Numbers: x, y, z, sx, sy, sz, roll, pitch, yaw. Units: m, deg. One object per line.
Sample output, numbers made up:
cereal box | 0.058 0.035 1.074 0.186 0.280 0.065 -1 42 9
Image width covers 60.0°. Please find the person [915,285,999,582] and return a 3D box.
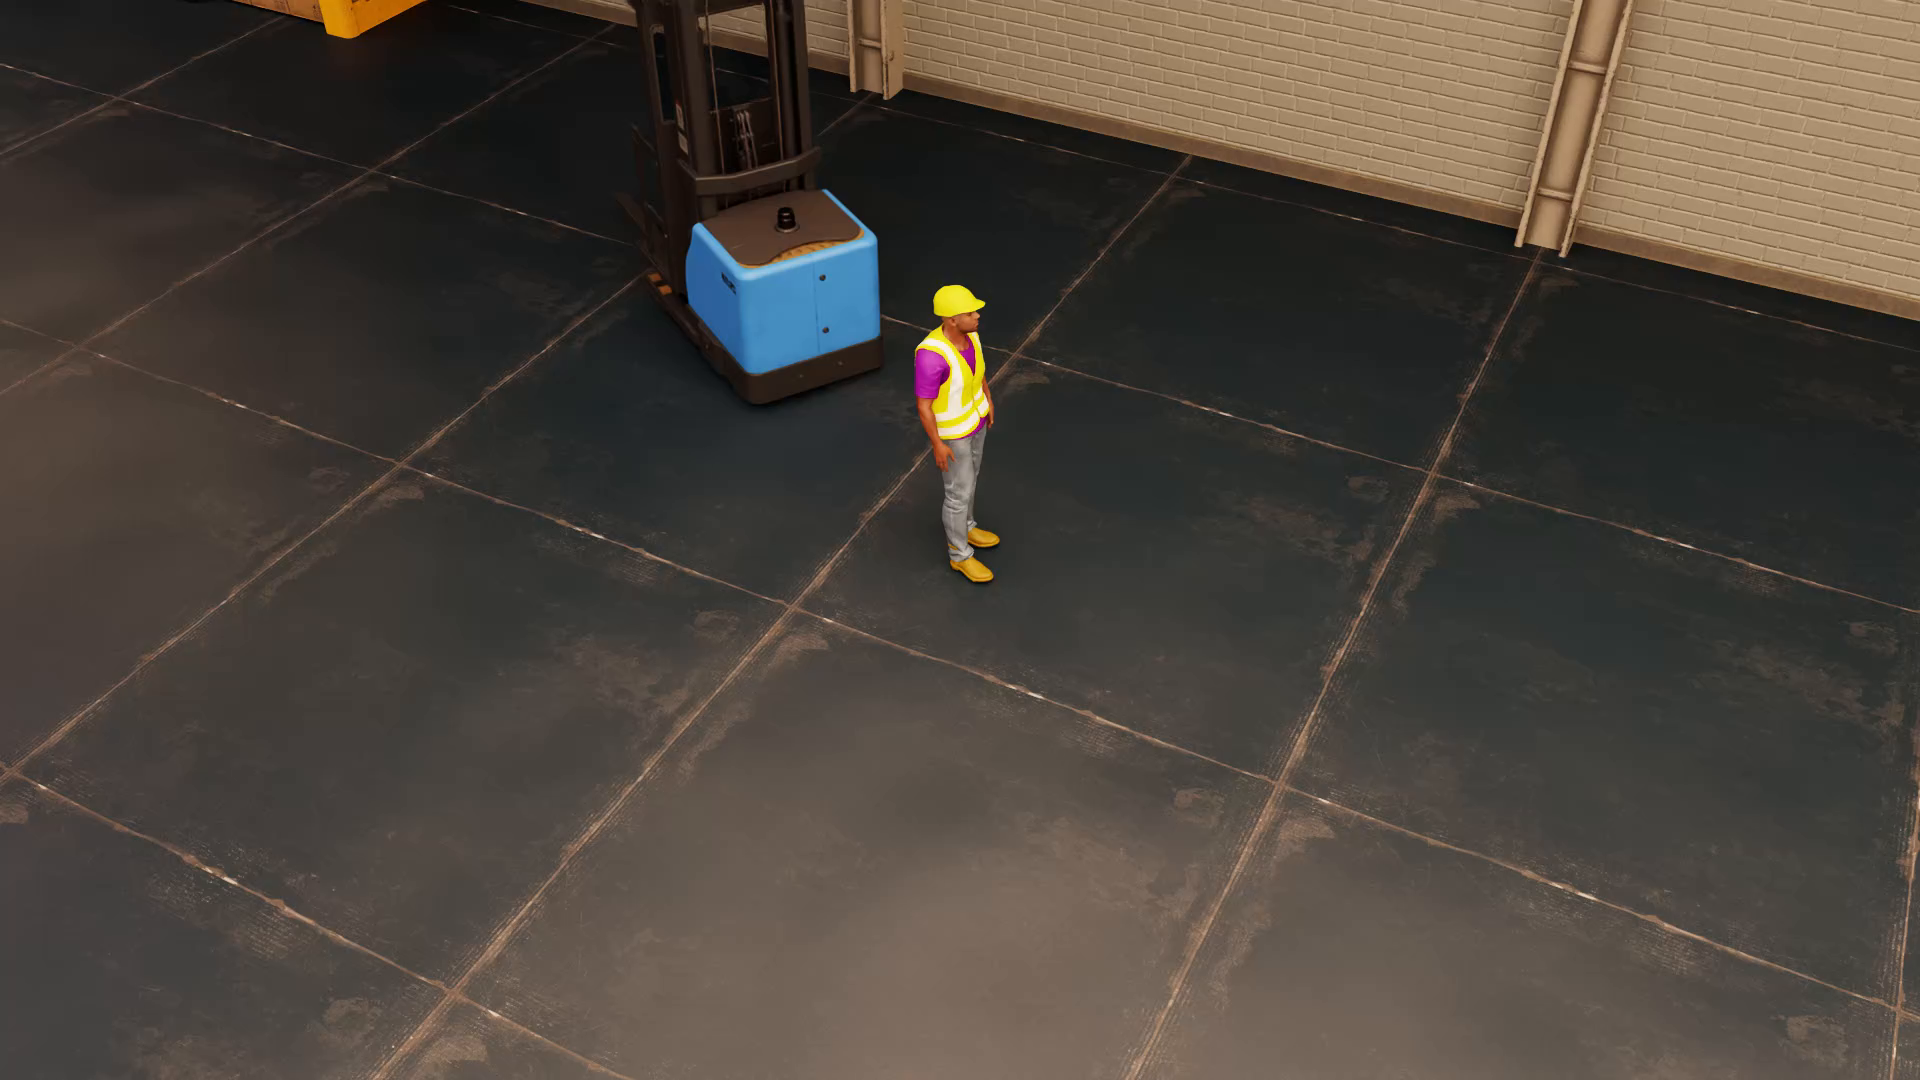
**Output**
person | 0.059 -0.655 9.661 0.576 1.760 0.665 18 43 21

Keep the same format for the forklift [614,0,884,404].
forklift | -1.702 -2.971 11.514 1.130 2.935 3.031 -20 44 -22
